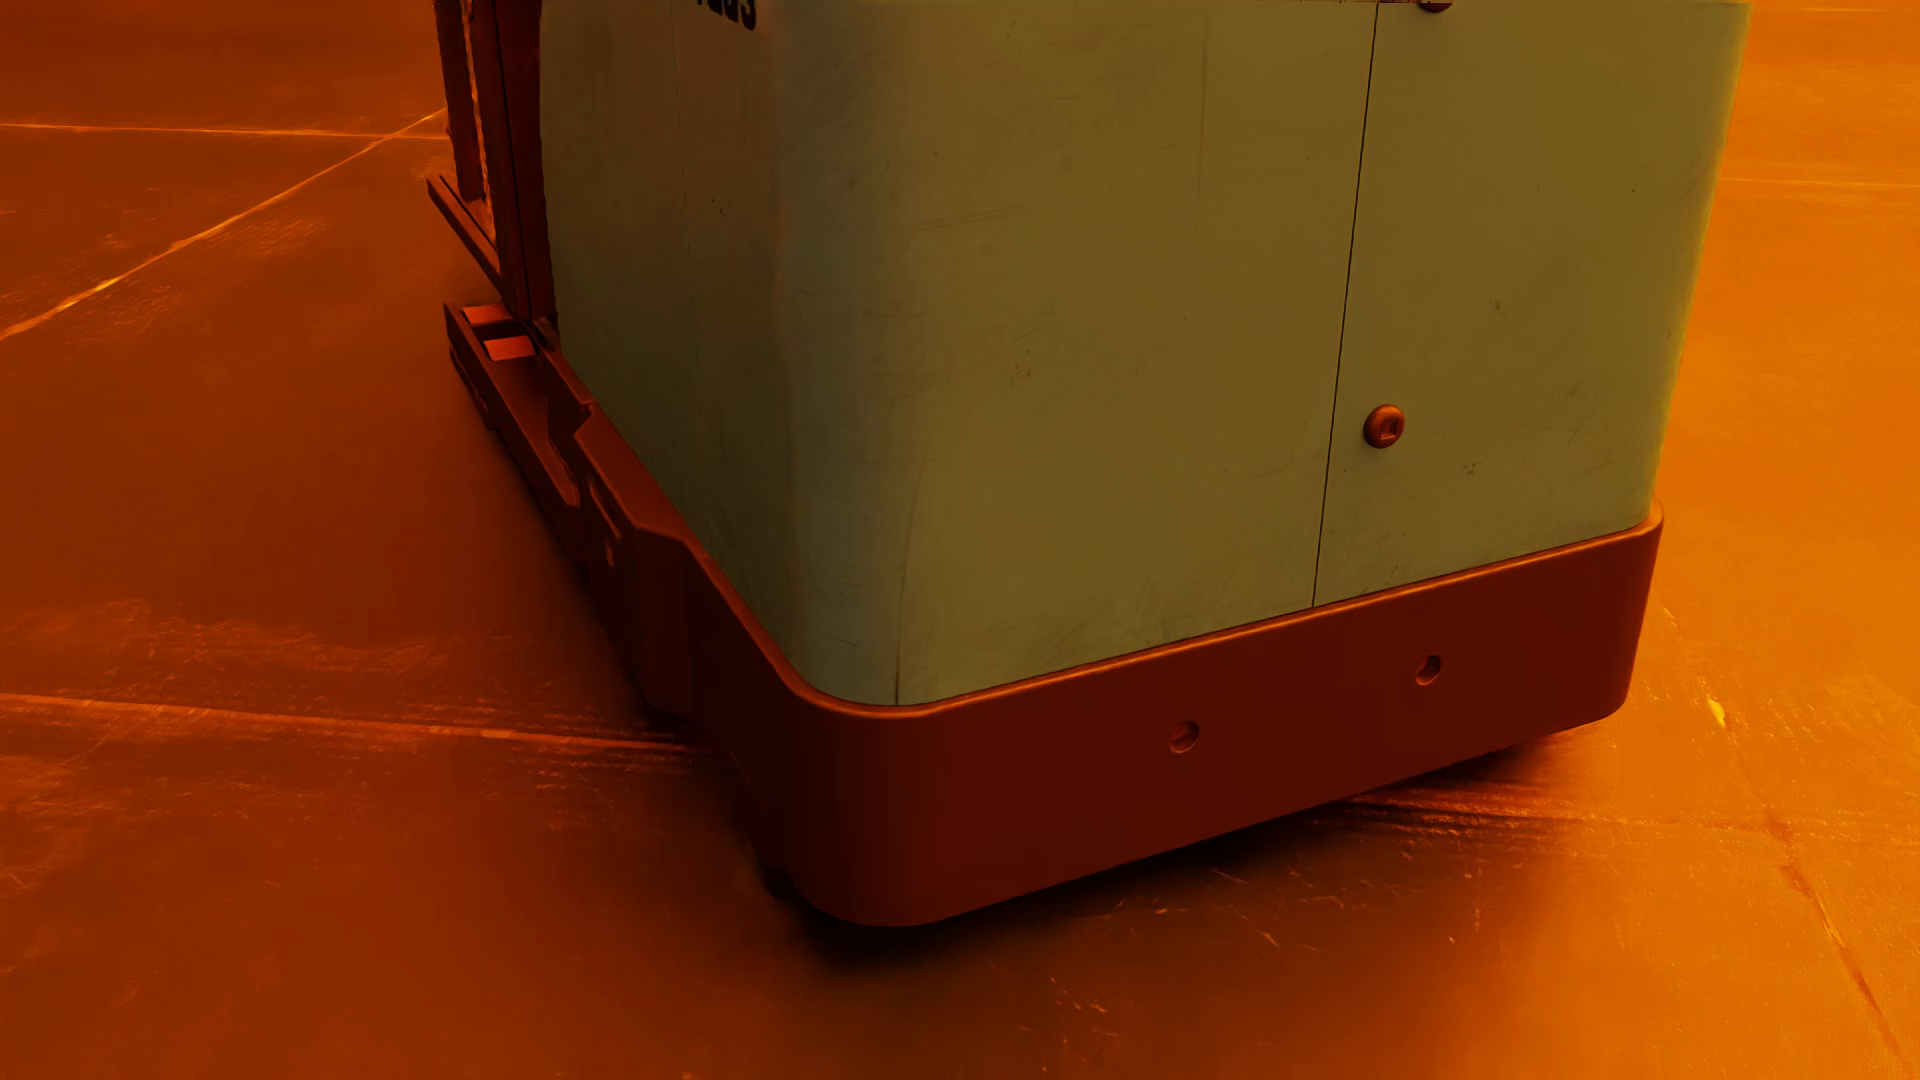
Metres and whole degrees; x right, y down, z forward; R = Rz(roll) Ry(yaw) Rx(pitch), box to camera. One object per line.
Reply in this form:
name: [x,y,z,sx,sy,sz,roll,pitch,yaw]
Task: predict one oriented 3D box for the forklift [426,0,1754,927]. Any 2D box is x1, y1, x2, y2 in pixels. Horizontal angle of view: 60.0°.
forklift: [-0.285,-1.571,2.366,1.130,2.935,3.031,-12,29,-22]
